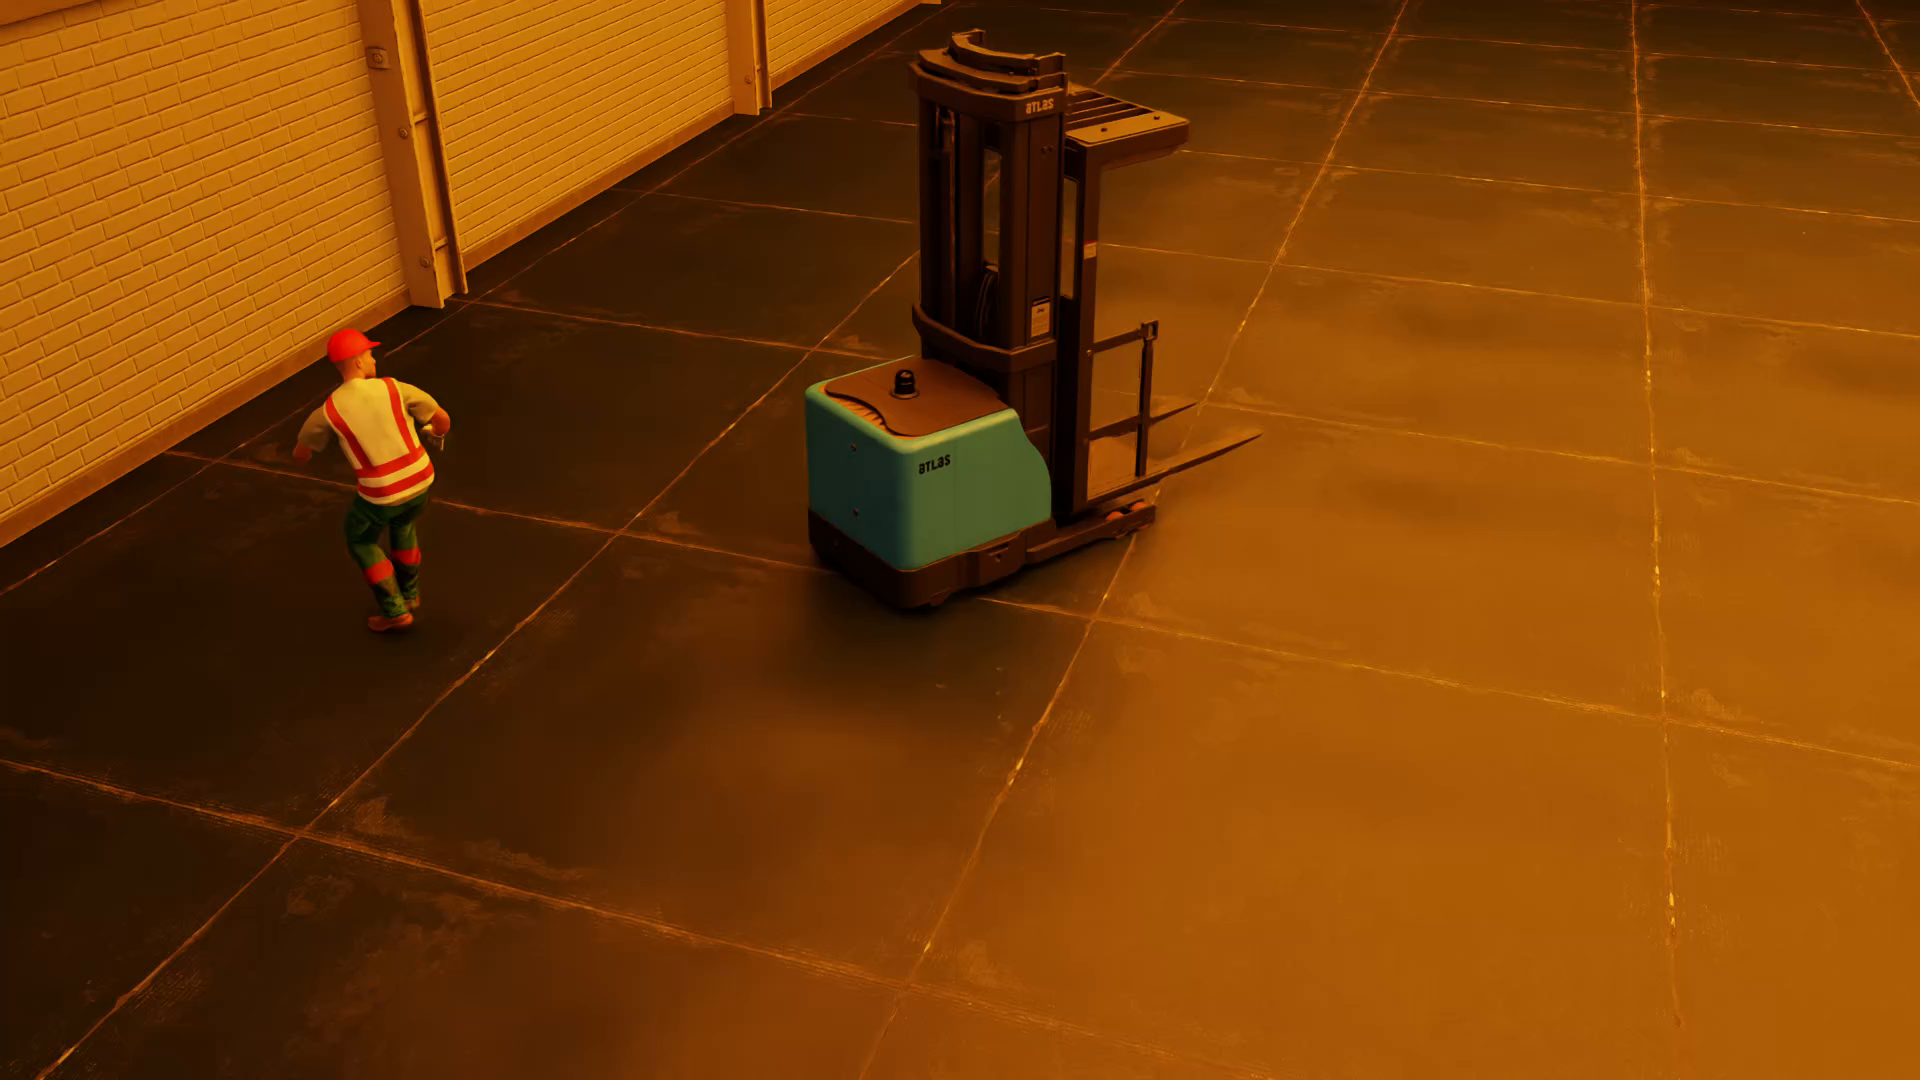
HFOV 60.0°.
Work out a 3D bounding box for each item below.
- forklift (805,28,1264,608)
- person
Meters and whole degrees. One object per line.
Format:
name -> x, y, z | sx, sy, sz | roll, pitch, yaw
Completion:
forklift -> 0.582, -1.468, 9.711 | 3.031, 2.935, 1.130 | -20, 36, -32
person -> -3.168, -0.359, 9.034 | 0.821, 1.675, 0.726 | -23, 37, -34
